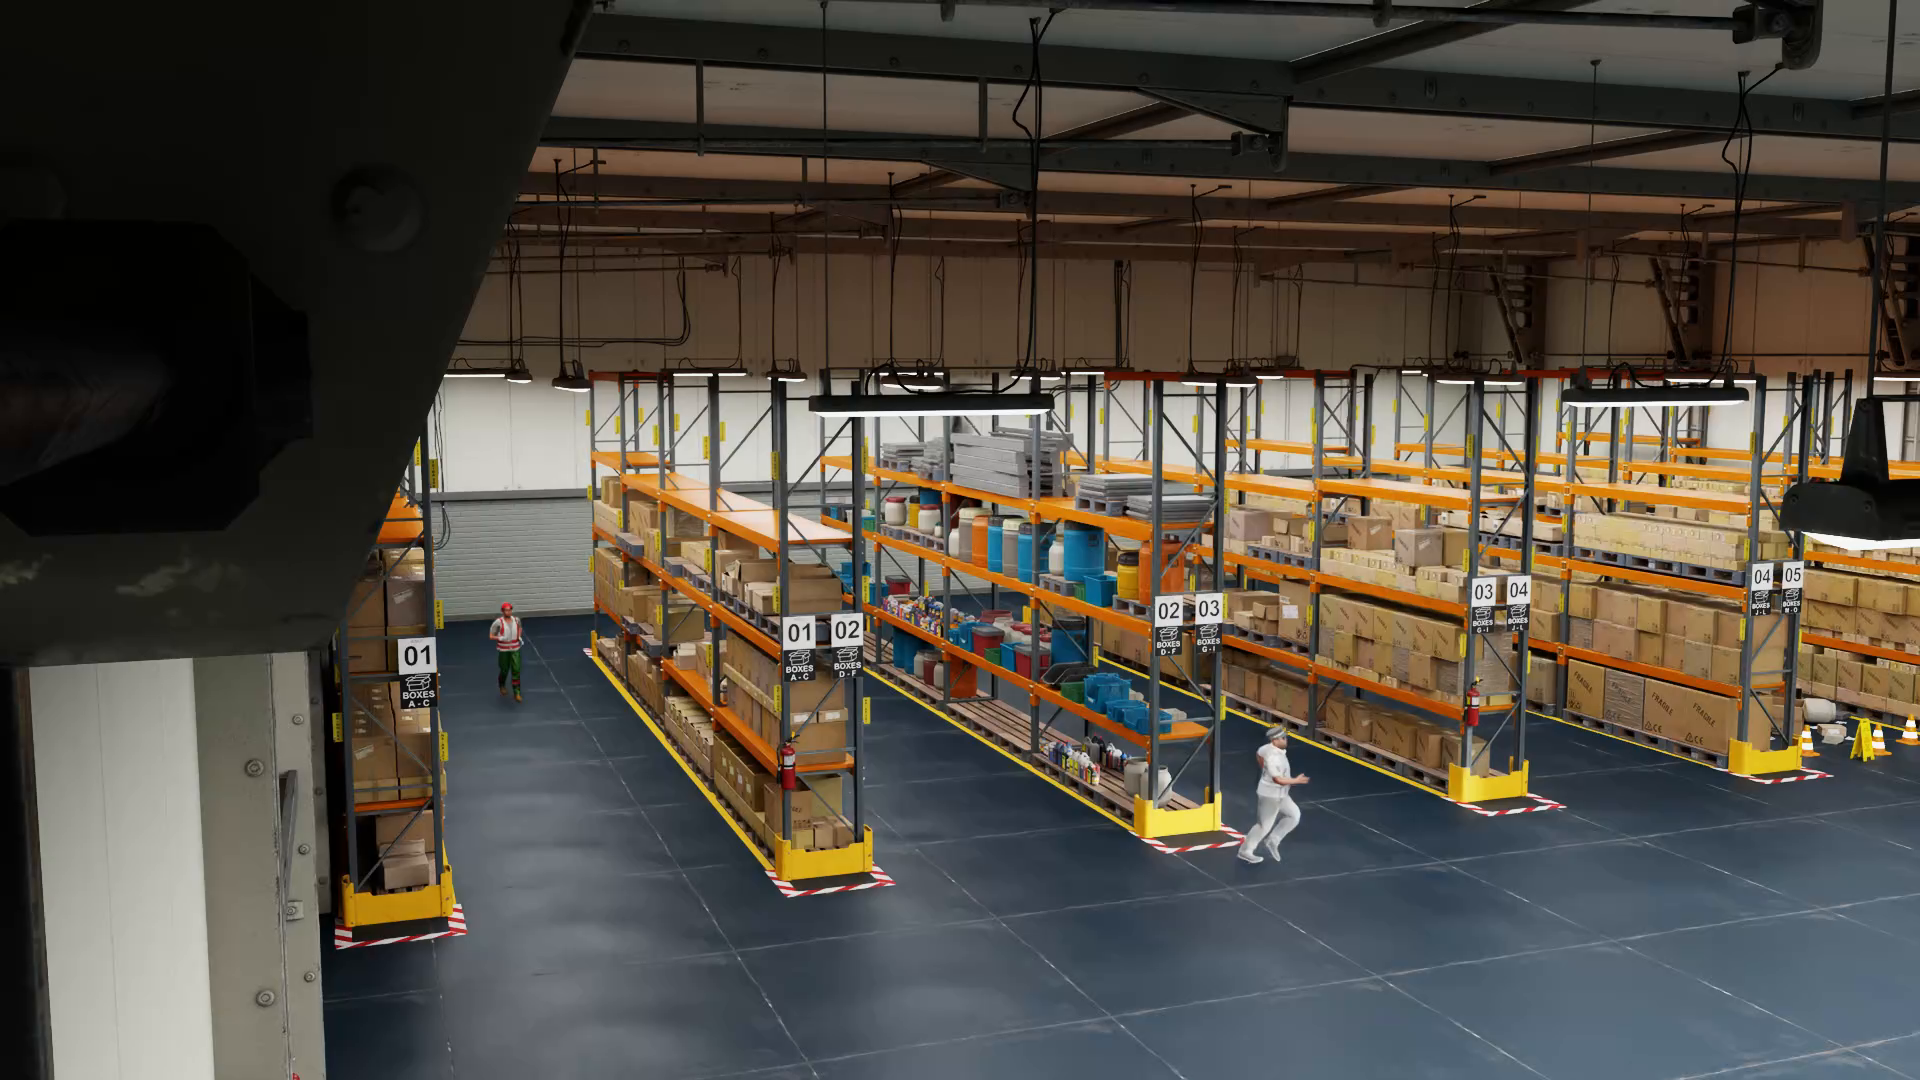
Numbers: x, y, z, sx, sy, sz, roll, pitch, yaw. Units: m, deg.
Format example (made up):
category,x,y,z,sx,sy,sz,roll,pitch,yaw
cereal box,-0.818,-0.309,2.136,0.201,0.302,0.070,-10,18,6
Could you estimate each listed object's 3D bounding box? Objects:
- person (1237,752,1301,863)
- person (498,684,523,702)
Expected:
category,x,y,z,sx,sy,sz,roll,pitch,yaw
person,3.853,3.323,20.698,0.747,1.406,0.444,2,7,16
person,-8.239,2.744,30.476,0.211,0.321,0.968,-4,7,-32
